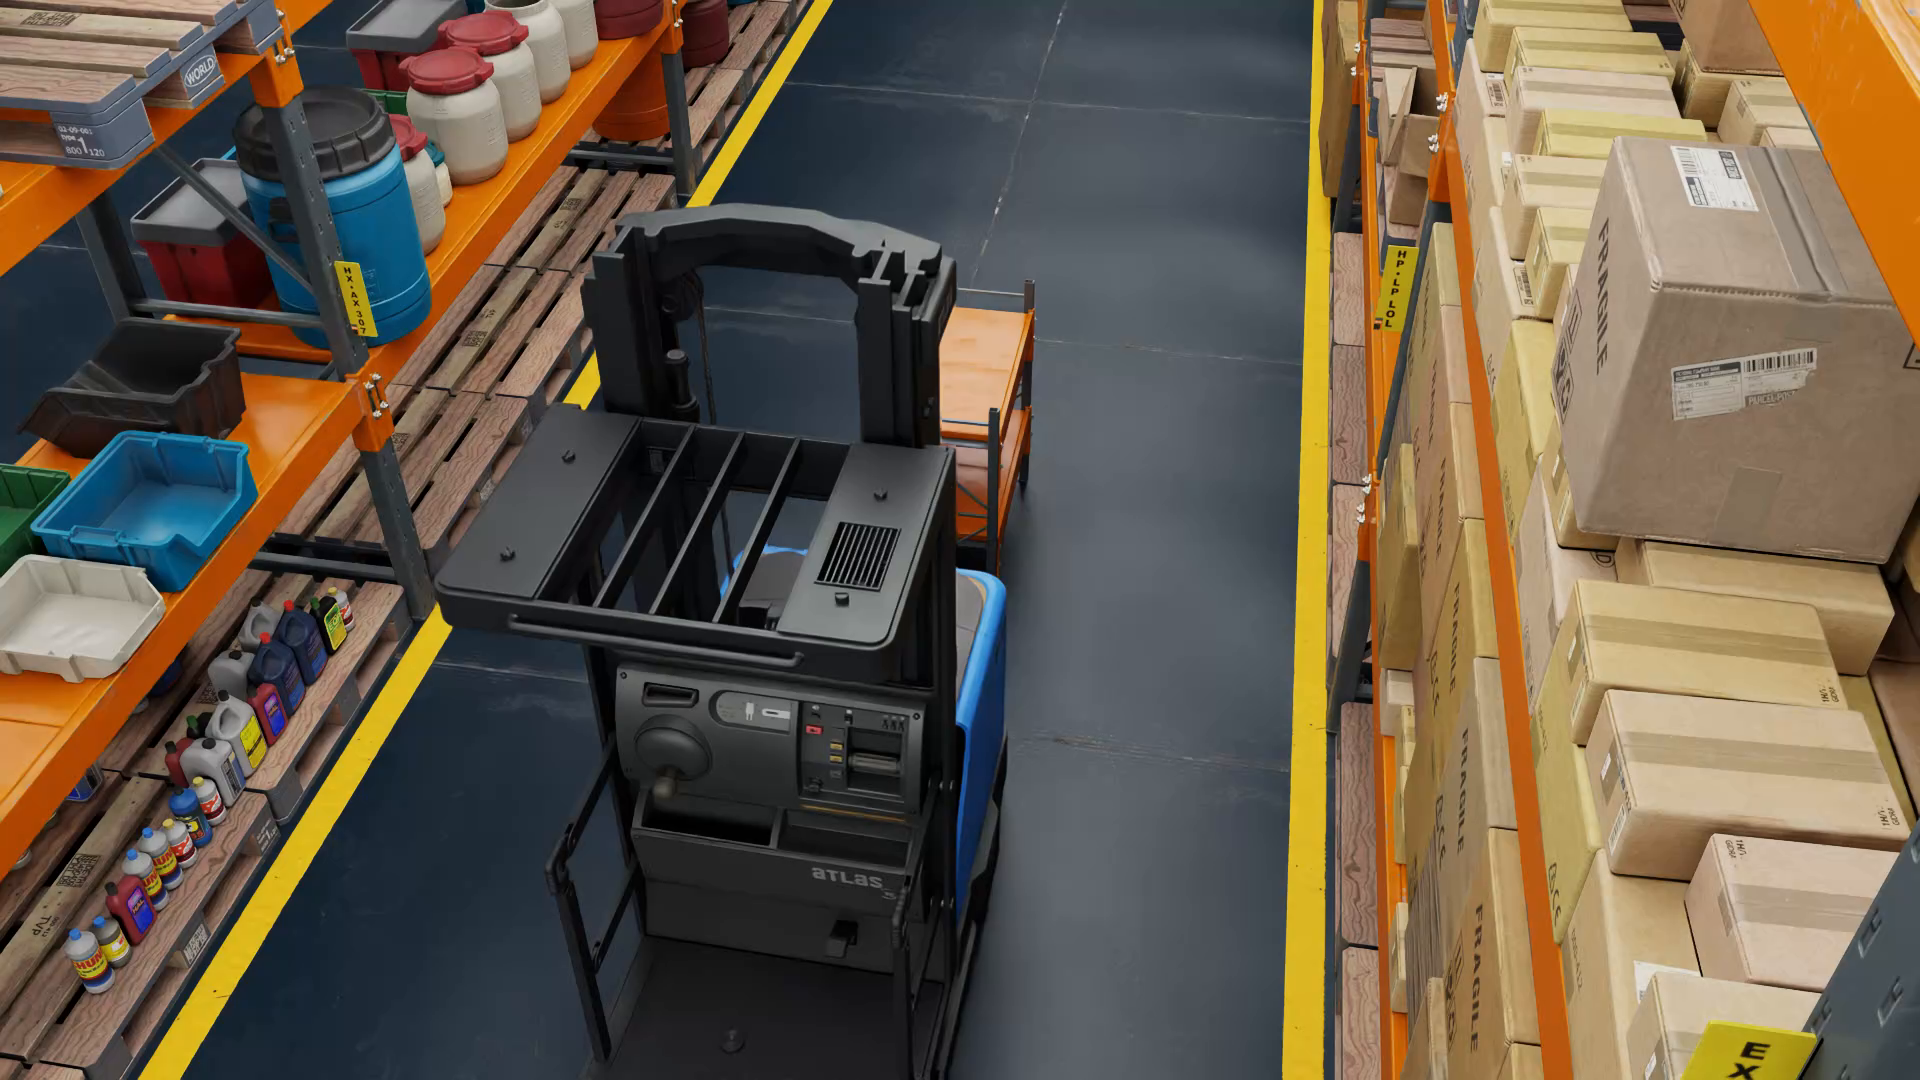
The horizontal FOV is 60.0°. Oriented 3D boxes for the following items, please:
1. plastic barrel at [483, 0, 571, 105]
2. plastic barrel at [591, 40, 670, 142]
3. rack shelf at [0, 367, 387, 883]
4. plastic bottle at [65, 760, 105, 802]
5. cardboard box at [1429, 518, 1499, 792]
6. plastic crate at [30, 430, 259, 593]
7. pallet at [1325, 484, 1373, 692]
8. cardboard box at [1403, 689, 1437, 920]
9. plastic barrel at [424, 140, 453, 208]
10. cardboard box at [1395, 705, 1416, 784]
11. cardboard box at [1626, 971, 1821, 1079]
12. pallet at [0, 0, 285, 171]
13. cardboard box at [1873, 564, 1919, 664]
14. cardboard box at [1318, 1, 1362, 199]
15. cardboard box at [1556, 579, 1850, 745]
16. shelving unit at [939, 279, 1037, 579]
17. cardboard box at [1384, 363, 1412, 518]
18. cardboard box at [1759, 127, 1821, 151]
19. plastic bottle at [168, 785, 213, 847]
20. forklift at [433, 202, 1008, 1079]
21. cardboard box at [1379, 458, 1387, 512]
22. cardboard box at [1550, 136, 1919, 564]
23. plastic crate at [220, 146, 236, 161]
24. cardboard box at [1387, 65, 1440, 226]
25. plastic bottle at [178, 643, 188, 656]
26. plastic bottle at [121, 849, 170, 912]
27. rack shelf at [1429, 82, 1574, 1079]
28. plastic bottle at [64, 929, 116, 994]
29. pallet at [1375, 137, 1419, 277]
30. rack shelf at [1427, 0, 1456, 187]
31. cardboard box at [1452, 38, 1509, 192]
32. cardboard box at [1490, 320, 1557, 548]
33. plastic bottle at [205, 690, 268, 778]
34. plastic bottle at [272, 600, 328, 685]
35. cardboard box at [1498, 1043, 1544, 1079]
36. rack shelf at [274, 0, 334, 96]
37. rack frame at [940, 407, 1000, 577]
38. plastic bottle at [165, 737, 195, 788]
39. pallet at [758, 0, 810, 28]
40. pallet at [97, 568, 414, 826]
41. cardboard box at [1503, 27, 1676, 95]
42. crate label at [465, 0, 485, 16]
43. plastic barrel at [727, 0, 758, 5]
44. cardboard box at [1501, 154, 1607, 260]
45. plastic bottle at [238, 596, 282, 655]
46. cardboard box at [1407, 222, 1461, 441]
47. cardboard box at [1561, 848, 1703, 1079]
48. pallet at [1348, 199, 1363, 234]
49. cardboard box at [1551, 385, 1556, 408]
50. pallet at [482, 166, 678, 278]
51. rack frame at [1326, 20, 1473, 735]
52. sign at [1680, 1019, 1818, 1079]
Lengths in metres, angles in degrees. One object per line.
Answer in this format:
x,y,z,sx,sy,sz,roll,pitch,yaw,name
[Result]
-2.210,-2.505,8.435,0.421,0.512,0.421,0,40,0,plastic barrel
-2.102,-3.030,10.531,0.600,0.830,0.708,6,40,8,plastic barrel
-3.208,0.647,5.275,1.077,0.370,4.000,6,40,8,rack shelf
-3.366,0.841,6.268,0.152,0.276,0.135,6,40,8,plastic bottle
1.440,0.319,4.010,0.500,0.500,0.500,6,40,8,cardboard box
-2.786,-0.104,5.735,0.499,0.251,0.616,6,40,8,plastic crate
2.149,0.247,7.383,1.003,0.211,1.213,6,40,8,pallet
1.642,0.727,4.301,0.875,0.500,0.500,6,40,8,cardboard box
-2.482,-1.646,7.592,0.301,0.262,0.301,0,40,0,plastic barrel
1.491,0.646,4.908,0.380,0.149,0.250,6,40,8,cardboard box
1.065,0.710,2.084,0.380,0.149,0.250,6,40,8,cardboard box
-2.891,-1.505,5.108,1.213,0.211,1.003,6,40,8,pallet
1.835,0.164,3.058,0.500,0.250,0.500,6,40,8,cardboard box
2.848,-2.624,10.004,1.225,0.875,0.875,5,40,6,cardboard box
1.185,0.216,2.682,0.380,0.149,0.250,7,40,8,cardboard box
0.001,-0.438,7.494,0.538,1.125,1.048,6,40,8,shelving unit
1.877,-0.217,5.443,0.875,0.500,0.500,6,40,8,cardboard box
2.128,-0.855,3.977,0.380,0.149,0.250,5,40,6,cardboard box
-2.822,0.998,6.081,0.097,0.271,0.097,0,40,0,plastic bottle
-0.601,0.682,4.722,1.130,2.935,3.031,7,40,8,forklift
1.683,-0.141,5.860,0.380,0.149,0.250,6,40,8,cardboard box
1.343,-0.332,2.836,0.500,0.500,0.500,6,40,8,cardboard box
-2.978,-1.606,7.448,0.392,0.384,0.575,6,40,8,plastic crate
2.225,-1.639,7.065,0.797,0.503,0.637,10,41,12,cardboard box
-3.273,0.361,6.843,0.061,0.283,0.133,6,40,8,plastic bottle
-2.874,1.188,5.852,0.097,0.271,0.097,0,40,0,plastic bottle
1.670,0.037,3.659,1.077,0.370,4.000,6,40,8,rack shelf
-2.934,1.403,5.591,0.097,0.271,0.097,0,40,0,plastic bottle
2.406,-1.529,7.493,1.003,0.211,1.213,6,40,8,pallet
2.362,-2.473,6.695,1.077,0.370,4.000,6,40,8,rack shelf
1.686,-1.183,4.688,0.500,0.250,0.500,5,40,6,cardboard box
1.420,-0.208,3.509,0.500,0.250,0.500,6,40,7,cardboard box
-2.779,0.725,6.350,0.144,0.351,0.185,6,40,7,plastic bottle
-2.690,0.402,6.740,0.144,0.351,0.185,5,40,6,plastic bottle
1.176,1.260,2.872,0.500,0.500,0.500,6,40,8,cardboard box
-2.516,-3.020,7.355,1.077,0.370,4.000,6,40,8,rack shelf
-0.087,-0.119,7.108,0.500,1.125,0.032,6,40,8,rack frame
-2.916,0.841,6.262,0.061,0.283,0.133,6,40,8,plastic bottle
-1.652,-4.352,12.945,1.003,0.211,1.213,6,40,8,pallet
-3.019,0.606,6.948,1.003,0.211,1.213,6,40,8,pallet
1.677,-1.247,4.451,0.380,0.149,0.250,5,40,5,cardboard box
-2.608,-2.816,8.871,0.502,0.435,0.616,6,40,8,crate label
-1.711,-4.475,12.223,0.600,0.901,0.708,6,40,8,plastic barrel
1.478,-0.763,3.866,0.380,0.149,0.250,6,40,7,cardboard box
-2.832,0.386,6.760,0.144,0.351,0.185,6,40,8,plastic bottle
1.688,-0.624,5.150,0.500,0.500,0.500,6,40,8,cardboard box
1.157,0.742,2.359,0.500,0.250,0.500,7,40,9,cardboard box
2.919,-2.262,10.417,1.003,0.211,1.213,6,40,8,pallet
1.390,-0.272,3.273,0.380,0.149,0.250,4,40,5,cardboard box
-2.342,-1.839,9.906,1.003,0.211,1.213,6,40,8,pallet
2.016,-0.339,5.903,1.000,3.000,0.127,6,40,8,rack frame
0.781,0.600,1.718,0.100,0.325,0.005,6,40,8,sign
